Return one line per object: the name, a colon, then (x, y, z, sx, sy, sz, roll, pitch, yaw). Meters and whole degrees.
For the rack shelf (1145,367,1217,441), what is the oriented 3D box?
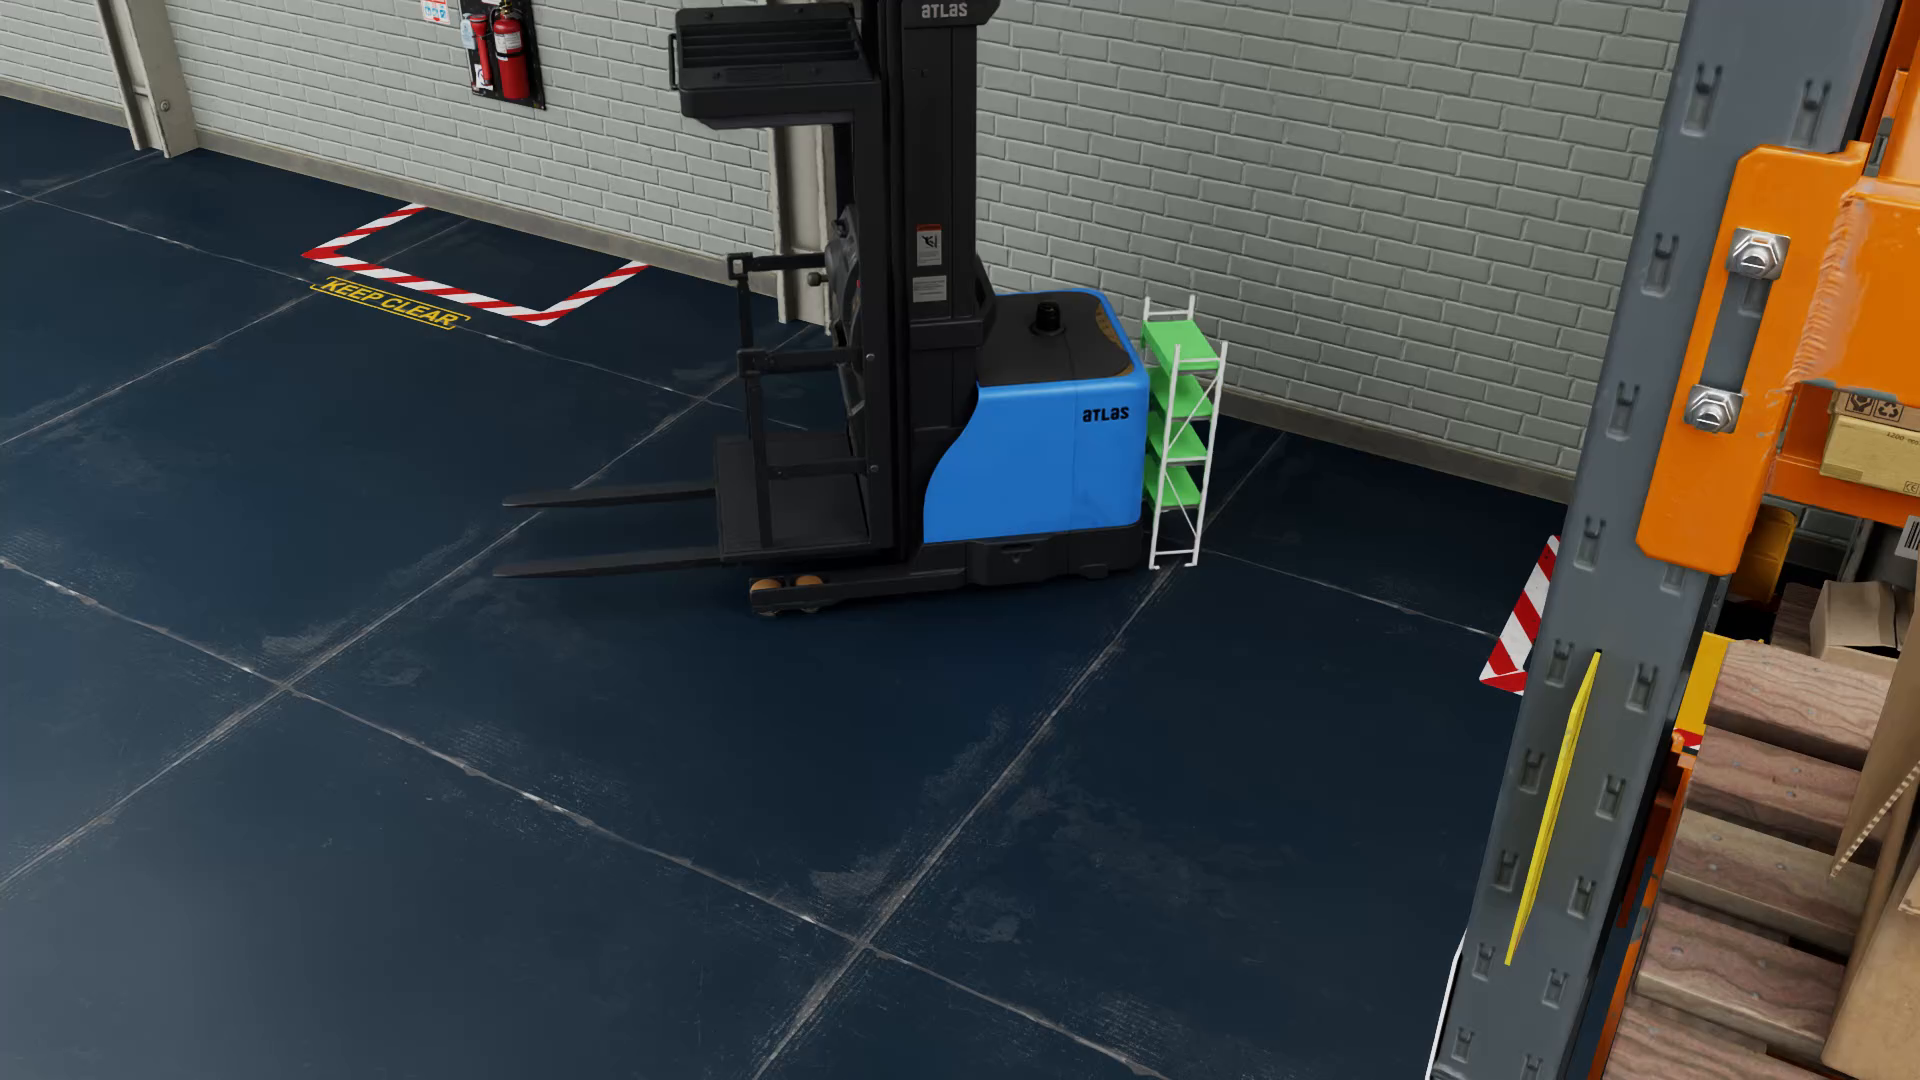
rack shelf: (1.013, -0.654, 7.822, 0.258, 0.148, 0.480, -4, 34, -10)

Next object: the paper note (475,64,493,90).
paper note: (-3.120, -3.031, 10.890, 0.142, 0.148, 0.016, 18, 37, 24)

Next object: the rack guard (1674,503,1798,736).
rack guard: (3.365, 0.318, 7.322, 0.348, 0.500, 1.175, 18, 37, 24)

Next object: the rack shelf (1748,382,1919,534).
rack shelf: (5.035, 0.106, 6.034, 4.000, 0.370, 1.077, 18, 37, 24)

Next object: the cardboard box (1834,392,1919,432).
cardboard box: (3.564, -0.726, 6.074, 0.500, 0.500, 0.500, 18, 38, 24)

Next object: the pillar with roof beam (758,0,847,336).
pillar with roof beam: (-3.010, -3.043, 4.701, 0.400, 9.000, 9.100, 18, 37, 24)

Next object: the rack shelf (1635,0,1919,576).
rack shelf: (2.580, 0.160, 0.901, 4.000, 0.370, 1.077, 18, 37, 24)

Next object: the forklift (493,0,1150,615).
forklift: (-0.694, -1.186, 7.386, 3.031, 2.935, 1.130, -5, 34, -8)

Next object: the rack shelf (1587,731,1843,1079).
rack shelf: (2.580, 1.242, 1.621, 4.000, 0.370, 1.077, 18, 37, 24)

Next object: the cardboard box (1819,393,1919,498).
cardboard box: (3.565, -0.403, 6.266, 0.500, 0.250, 0.500, 16, 37, 23)

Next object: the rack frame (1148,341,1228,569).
rack frame: (1.051, -0.374, 7.719, 0.240, 1.200, 0.015, -4, 34, -10)

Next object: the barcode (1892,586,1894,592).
barcode: (4.069, 0.235, 7.212, 0.075, 0.075, 0.001, 18, 37, 24)

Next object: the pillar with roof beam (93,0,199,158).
pillar with roof beam: (-8.219, -4.693, 7.179, 0.400, 9.000, 9.100, 18, 37, 24)

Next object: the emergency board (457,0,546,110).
emergency board: (-3.000, -3.316, 10.523, 0.643, 1.169, 0.194, 18, 37, 24)

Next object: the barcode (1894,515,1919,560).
barcode: (1.345, 0.002, 2.311, 0.075, 0.075, 0.001, 18, 37, 24)

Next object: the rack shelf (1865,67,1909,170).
rack shelf: (5.035, -1.143, 5.203, 4.000, 0.370, 1.077, 18, 37, 24)

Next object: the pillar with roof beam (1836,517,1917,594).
pillar with roof beam: (2.200, -1.393, 2.223, 0.400, 9.000, 9.100, 18, 37, 24)

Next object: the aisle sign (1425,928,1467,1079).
aisle sign: (0.635, 0.688, 2.164, 0.004, 0.787, 0.394, 18, 37, 24)

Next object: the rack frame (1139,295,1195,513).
rack frame: (0.962, -0.640, 8.119, 0.240, 1.200, 0.015, -4, 34, -10)

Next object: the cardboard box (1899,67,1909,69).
cardboard box: (3.465, -1.830, 5.477, 0.500, 0.500, 0.500, 19, 38, 26)

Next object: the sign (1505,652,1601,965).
sign: (0.563, 0.261, 1.585, 0.005, 0.325, 0.100, 18, 37, 24)

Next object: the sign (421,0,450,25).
sign: (-3.429, -3.532, 10.816, 0.234, 0.329, 0.001, 18, 37, 24)

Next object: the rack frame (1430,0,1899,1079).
rack frame: (0.844, -0.856, 1.416, 0.127, 3.000, 1.000, 18, 37, 24)

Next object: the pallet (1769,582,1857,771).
pallet: (4.052, 0.678, 7.041, 1.213, 0.211, 1.003, 18, 37, 24)

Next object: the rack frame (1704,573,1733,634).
rack frame: (3.299, -0.744, 6.661, 0.127, 3.000, 1.000, 18, 37, 24)

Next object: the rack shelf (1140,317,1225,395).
rack shelf: (1.022, -0.854, 7.691, 0.258, 0.148, 0.480, -4, 34, -10)

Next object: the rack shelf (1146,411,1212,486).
rack shelf: (1.004, -0.453, 7.954, 0.258, 0.148, 0.480, -4, 34, -10)

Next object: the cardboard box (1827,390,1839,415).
cardboard box: (3.801, -0.654, 6.644, 0.500, 0.250, 0.500, 18, 38, 25)

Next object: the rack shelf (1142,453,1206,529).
rack shelf: (0.995, -0.253, 8.086, 0.258, 0.148, 0.480, -4, 34, -10)

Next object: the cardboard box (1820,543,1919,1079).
cardboard box: (1.341, 0.277, 1.824, 0.637, 0.503, 0.797, 20, 39, 28)

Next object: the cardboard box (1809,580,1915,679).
cardboard box: (3.855, 0.426, 6.933, 0.500, 0.311, 0.500, 13, 36, 19)

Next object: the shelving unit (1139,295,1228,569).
shelving unit: (1.007, -0.507, 7.919, 0.258, 1.200, 0.503, -4, 34, -10)

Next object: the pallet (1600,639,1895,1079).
pallet: (1.445, 0.636, 1.962, 1.213, 0.211, 1.003, 18, 37, 24)

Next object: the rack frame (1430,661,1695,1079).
rack frame: (0.844, 1.641, 3.079, 0.127, 3.000, 1.000, 18, 37, 24)
